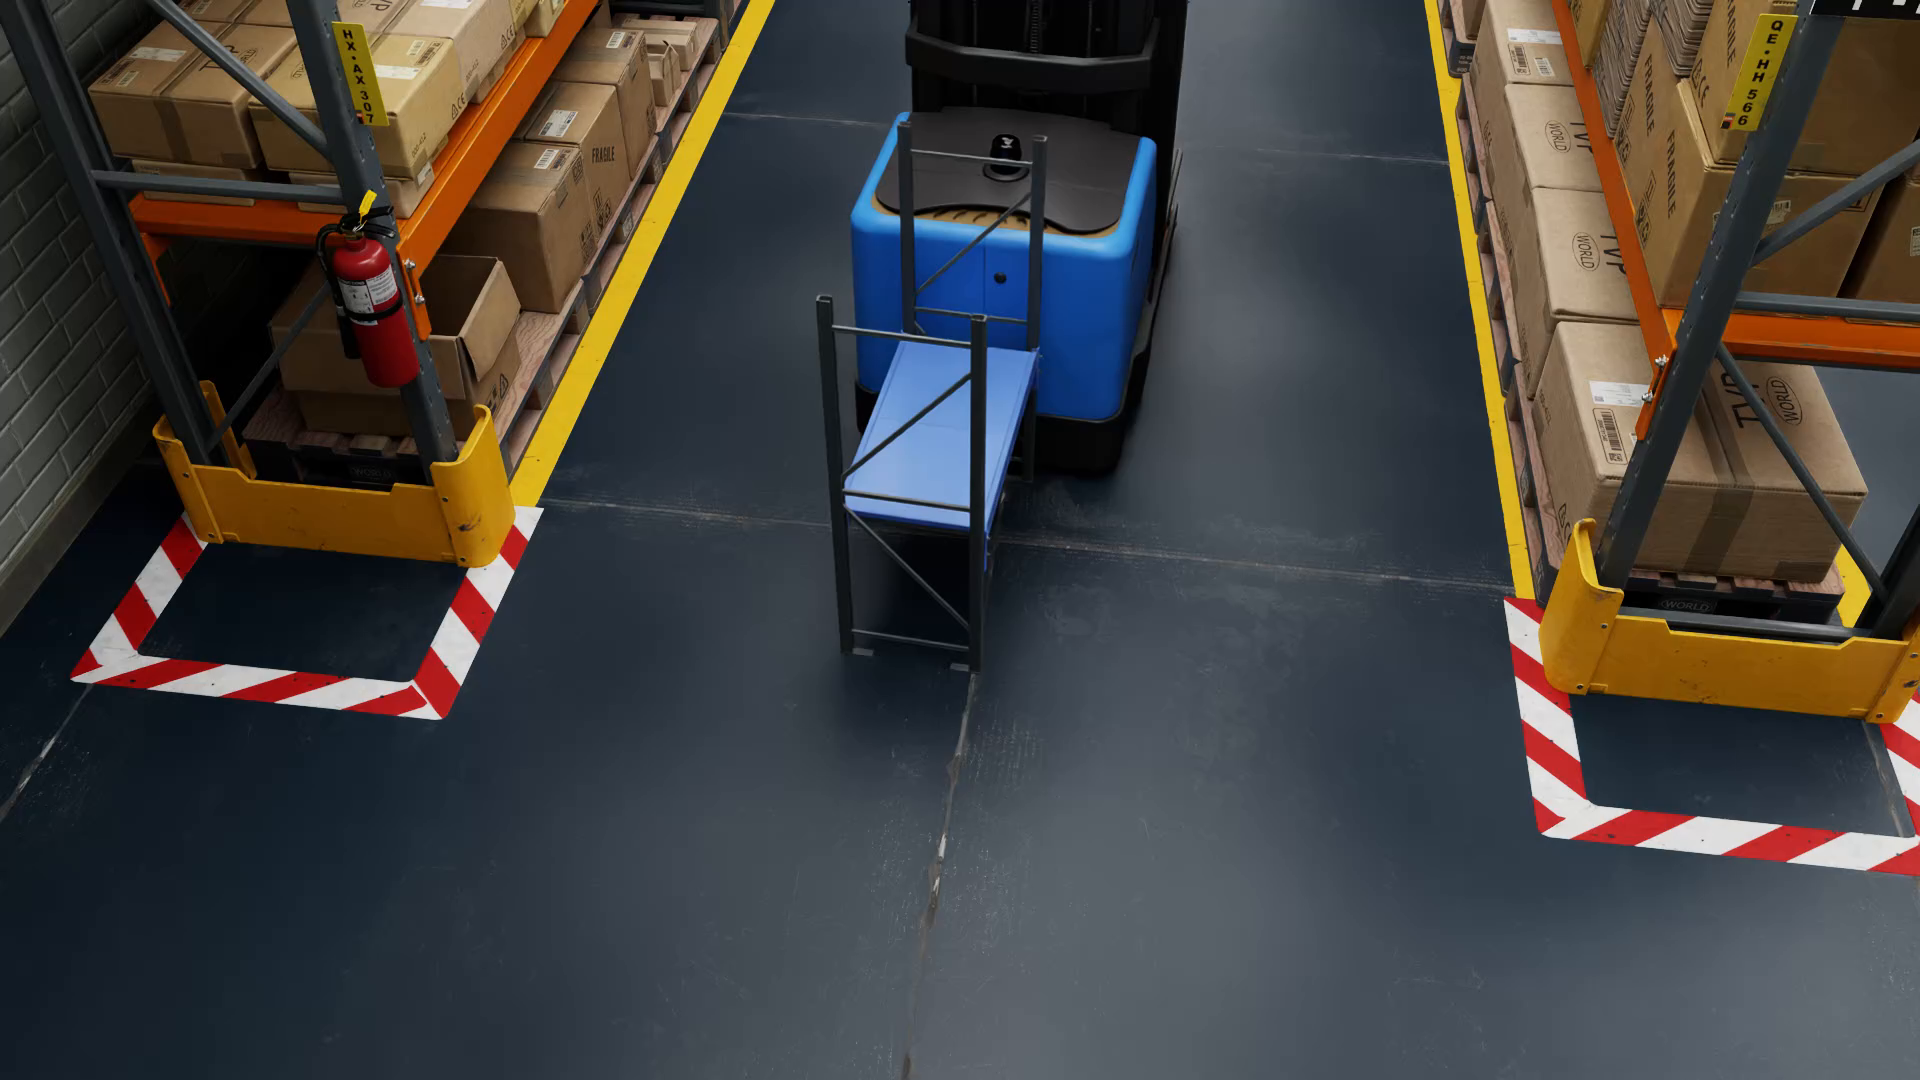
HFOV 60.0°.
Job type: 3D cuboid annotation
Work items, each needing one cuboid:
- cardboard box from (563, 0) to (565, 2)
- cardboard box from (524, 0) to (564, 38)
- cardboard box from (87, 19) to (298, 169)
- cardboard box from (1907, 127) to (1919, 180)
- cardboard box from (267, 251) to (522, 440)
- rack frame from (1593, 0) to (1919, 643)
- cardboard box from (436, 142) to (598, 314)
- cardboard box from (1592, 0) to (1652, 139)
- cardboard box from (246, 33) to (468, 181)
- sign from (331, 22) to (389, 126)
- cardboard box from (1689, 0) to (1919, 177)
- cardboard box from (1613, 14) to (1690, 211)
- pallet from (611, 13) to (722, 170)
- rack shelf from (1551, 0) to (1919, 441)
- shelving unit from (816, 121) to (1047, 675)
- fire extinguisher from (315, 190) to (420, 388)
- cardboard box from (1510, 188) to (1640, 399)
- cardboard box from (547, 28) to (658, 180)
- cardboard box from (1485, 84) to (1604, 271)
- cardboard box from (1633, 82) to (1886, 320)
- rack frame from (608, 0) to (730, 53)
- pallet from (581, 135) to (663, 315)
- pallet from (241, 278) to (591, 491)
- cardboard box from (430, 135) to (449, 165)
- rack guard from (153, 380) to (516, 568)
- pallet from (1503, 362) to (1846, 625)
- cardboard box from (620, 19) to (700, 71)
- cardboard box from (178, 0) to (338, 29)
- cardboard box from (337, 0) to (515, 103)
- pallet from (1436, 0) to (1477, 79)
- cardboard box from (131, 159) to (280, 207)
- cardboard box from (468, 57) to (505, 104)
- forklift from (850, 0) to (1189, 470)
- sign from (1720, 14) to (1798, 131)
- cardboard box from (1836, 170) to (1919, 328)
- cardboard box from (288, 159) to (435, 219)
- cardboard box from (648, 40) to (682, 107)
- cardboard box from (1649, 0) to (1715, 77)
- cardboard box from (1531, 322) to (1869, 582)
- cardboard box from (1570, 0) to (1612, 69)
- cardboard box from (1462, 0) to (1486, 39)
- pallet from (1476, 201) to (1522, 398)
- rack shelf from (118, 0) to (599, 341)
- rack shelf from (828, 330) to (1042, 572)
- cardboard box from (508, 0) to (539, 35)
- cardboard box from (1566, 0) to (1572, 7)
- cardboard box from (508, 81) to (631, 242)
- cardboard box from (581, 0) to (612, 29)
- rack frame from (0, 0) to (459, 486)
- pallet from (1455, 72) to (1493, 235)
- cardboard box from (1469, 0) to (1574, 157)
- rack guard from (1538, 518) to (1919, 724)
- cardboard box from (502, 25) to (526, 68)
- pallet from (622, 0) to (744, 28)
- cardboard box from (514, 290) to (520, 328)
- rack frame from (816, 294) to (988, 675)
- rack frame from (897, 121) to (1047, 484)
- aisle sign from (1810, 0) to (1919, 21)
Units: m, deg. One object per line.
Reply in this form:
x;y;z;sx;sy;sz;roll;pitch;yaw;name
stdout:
-1.749;-2.262;6.640;0.380;0.149;0.250;6;44;6;cardboard box
-1.764;-2.080;6.448;0.380;0.149;0.250;4;44;4;cardboard box
-2.501;-1.490;5.535;0.500;0.250;0.500;6;44;7;cardboard box
2.968;-1.351;4.695;0.500;0.500;0.500;4;44;5;cardboard box
-2.124;-0.753;6.374;0.797;0.503;0.637;4;44;4;cardboard box
2.622;-0.650;4.755;1.000;3.000;0.127;5;44;6;rack frame
-1.972;-1.331;6.987;0.700;0.500;0.500;7;44;7;cardboard box
2.563;-1.732;5.824;0.500;0.500;0.500;6;44;7;cardboard box
-1.972;-1.437;5.479;0.500;0.250;0.500;5;44;6;cardboard box
-1.761;-1.364;4.879;0.100;0.325;0.005;5;44;6;sign
2.450;-1.400;4.747;0.500;0.500;0.500;7;44;7;cardboard box
2.504;-1.380;5.453;0.500;0.500;0.500;4;44;5;cardboard box
-1.862;-2.344;8.573;1.003;0.211;1.213;5;44;6;pallet
2.886;-1.752;6.442;1.077;0.370;4.000;5;44;6;rack shelf
-0.065;-0.464;5.650;0.538;1.500;1.048;8;44;9;shelving unit
-1.860;-0.793;5.234;0.296;0.674;0.183;5;44;6;fire extinguisher
2.723;-0.956;6.636;0.875;0.438;0.875;6;44;7;cardboard box
-1.835;-2.039;7.734;0.700;0.500;0.500;4;44;4;cardboard box
2.843;-1.570;7.285;0.875;0.438;0.875;4;44;4;cardboard box
2.423;-1.039;5.093;0.500;0.500;0.500;5;44;6;cardboard box
-1.770;-3.825;8.108;1.000;3.000;0.127;5;44;6;rack frame
-2.021;-1.511;7.692;1.003;0.211;1.213;5;44;6;pallet
-2.184;-0.682;6.817;1.003;0.211;1.213;5;44;6;pallet
-1.996;-1.384;5.713;0.380;0.149;0.250;6;44;7;cardboard box
-2.289;-0.243;6.143;1.175;0.500;0.348;5;44;6;rack guard
2.650;-0.190;6.297;1.003;0.211;1.213;5;44;6;pallet
-1.553;-2.536;8.515;0.380;0.149;0.250;4;44;4;cardboard box
-2.432;-1.842;5.906;0.500;0.250;0.500;5;44;6;cardboard box
-1.905;-1.781;5.842;0.500;0.250;0.500;6;44;6;cardboard box
3.178;-2.897;9.156;1.003;0.211;1.213;5;44;6;pallet
-2.521;-1.258;5.580;0.380;0.149;0.250;5;44;5;cardboard box
-1.901;-1.733;6.082;0.380;0.149;0.250;7;44;7;cardboard box
0.395;-2.361;6.611;1.130;2.935;3.031;8;44;9;forklift
2.086;-1.216;4.338;0.100;0.325;0.005;5;44;6;sign
2.970;-0.988;5.039;0.500;0.500;0.500;5;44;5;cardboard box
-1.983;-1.207;5.526;0.380;0.149;0.250;5;44;5;cardboard box
-1.600;-2.335;8.218;0.396;0.266;0.258;7;44;7;cardboard box
2.490;-1.759;5.126;0.500;0.500;0.500;5;44;6;cardboard box
2.610;-0.331;5.976;0.875;0.438;0.875;4;44;4;cardboard box
2.618;-2.085;6.197;0.500;0.500;0.500;6;44;7;cardboard box
3.153;-3.187;8.674;0.875;0.875;0.875;6;44;7;cardboard box
2.814;-1.019;7.173;1.003;0.211;1.213;5;44;6;pallet
-2.034;-2.201;6.916;1.077;0.370;4.000;5;44;6;rack shelf
-0.065;-0.334;5.773;0.538;0.185;1.000;8;44;9;rack shelf
-1.842;-2.127;6.207;0.500;0.250;0.500;4;44;5;cardboard box
2.686;-2.436;6.568;0.500;0.500;0.500;5;44;6;cardboard box
-1.803;-1.682;7.358;0.500;0.500;0.500;6;44;6;cardboard box
-2.092;-2.572;8.435;0.500;0.311;0.500;7;44;7;cardboard box
-2.299;-1.099;5.229;1.000;3.000;0.127;5;44;6;rack frame
2.973;-1.853;8.053;1.003;0.211;1.213;5;44;6;pallet
2.961;-2.180;7.929;0.875;0.438;0.875;5;44;5;cardboard box
2.619;0.274;5.597;1.175;0.500;0.348;5;44;6;rack guard
-1.872;-1.915;6.273;0.380;0.149;0.250;6;44;6;cardboard box
-1.700;-3.370;9.656;1.003;0.211;1.213;5;44;6;pallet
-2.029;-0.911;6.798;0.380;0.149;0.250;4;44;4;cardboard box
-0.169;-0.122;5.288;0.500;1.500;0.032;8;44;9;rack frame
0.039;-0.807;6.011;0.500;1.500;0.032;8;44;9;rack frame
2.305;-1.573;3.839;0.394;0.787;0.004;5;44;6;aisle sign
